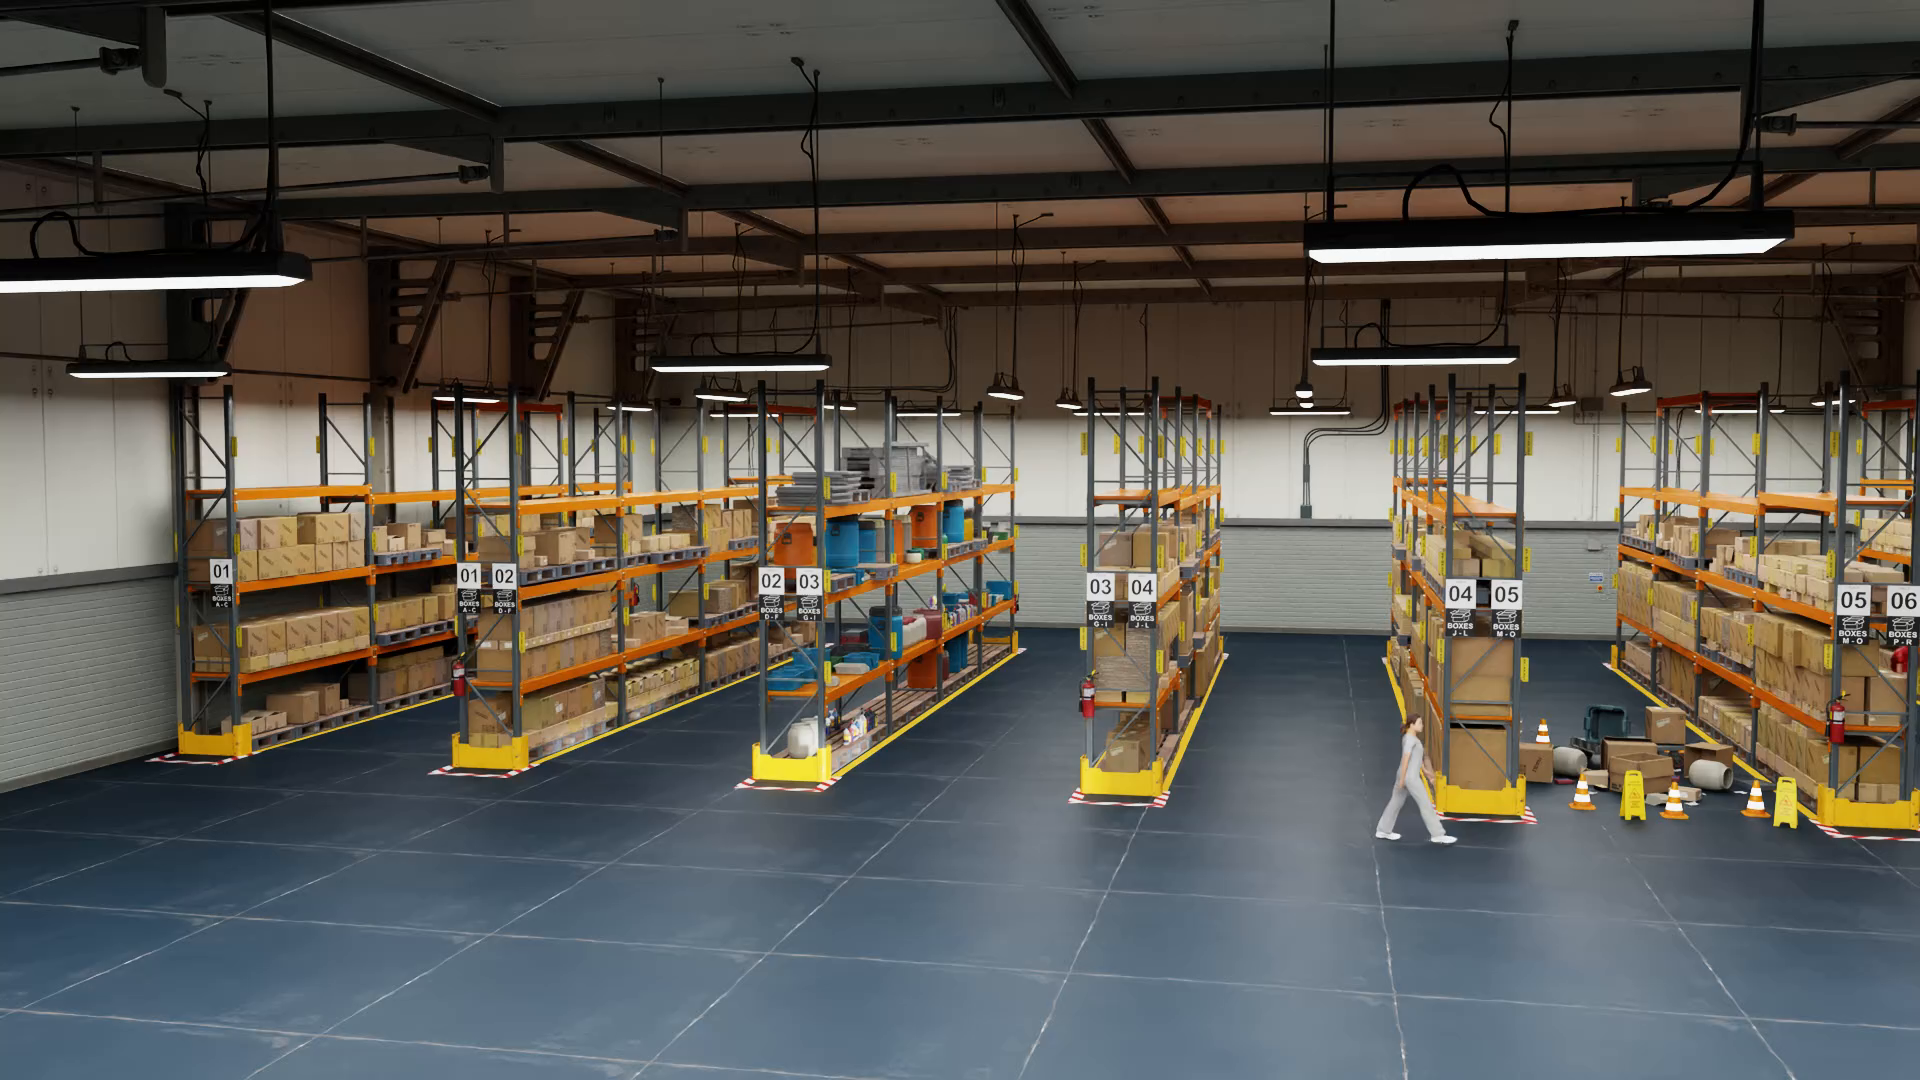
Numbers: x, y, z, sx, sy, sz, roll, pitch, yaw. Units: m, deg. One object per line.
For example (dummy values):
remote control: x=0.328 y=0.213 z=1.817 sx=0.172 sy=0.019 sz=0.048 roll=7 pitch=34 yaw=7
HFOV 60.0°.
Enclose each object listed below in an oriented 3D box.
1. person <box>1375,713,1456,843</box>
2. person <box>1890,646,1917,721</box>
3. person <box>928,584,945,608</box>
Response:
person: x=5.763 y=2.991 z=21.036 sx=0.962 sy=1.616 sz=0.450 roll=0 pitch=3 yaw=4
person: x=16.587 y=2.532 z=29.229 sx=0.535 sy=1.764 sz=0.688 roll=0 pitch=3 yaw=-1
person: x=-0.495 y=1.791 z=38.722 sx=0.596 sy=1.557 sz=1.092 roll=2 pitch=4 yaw=31
